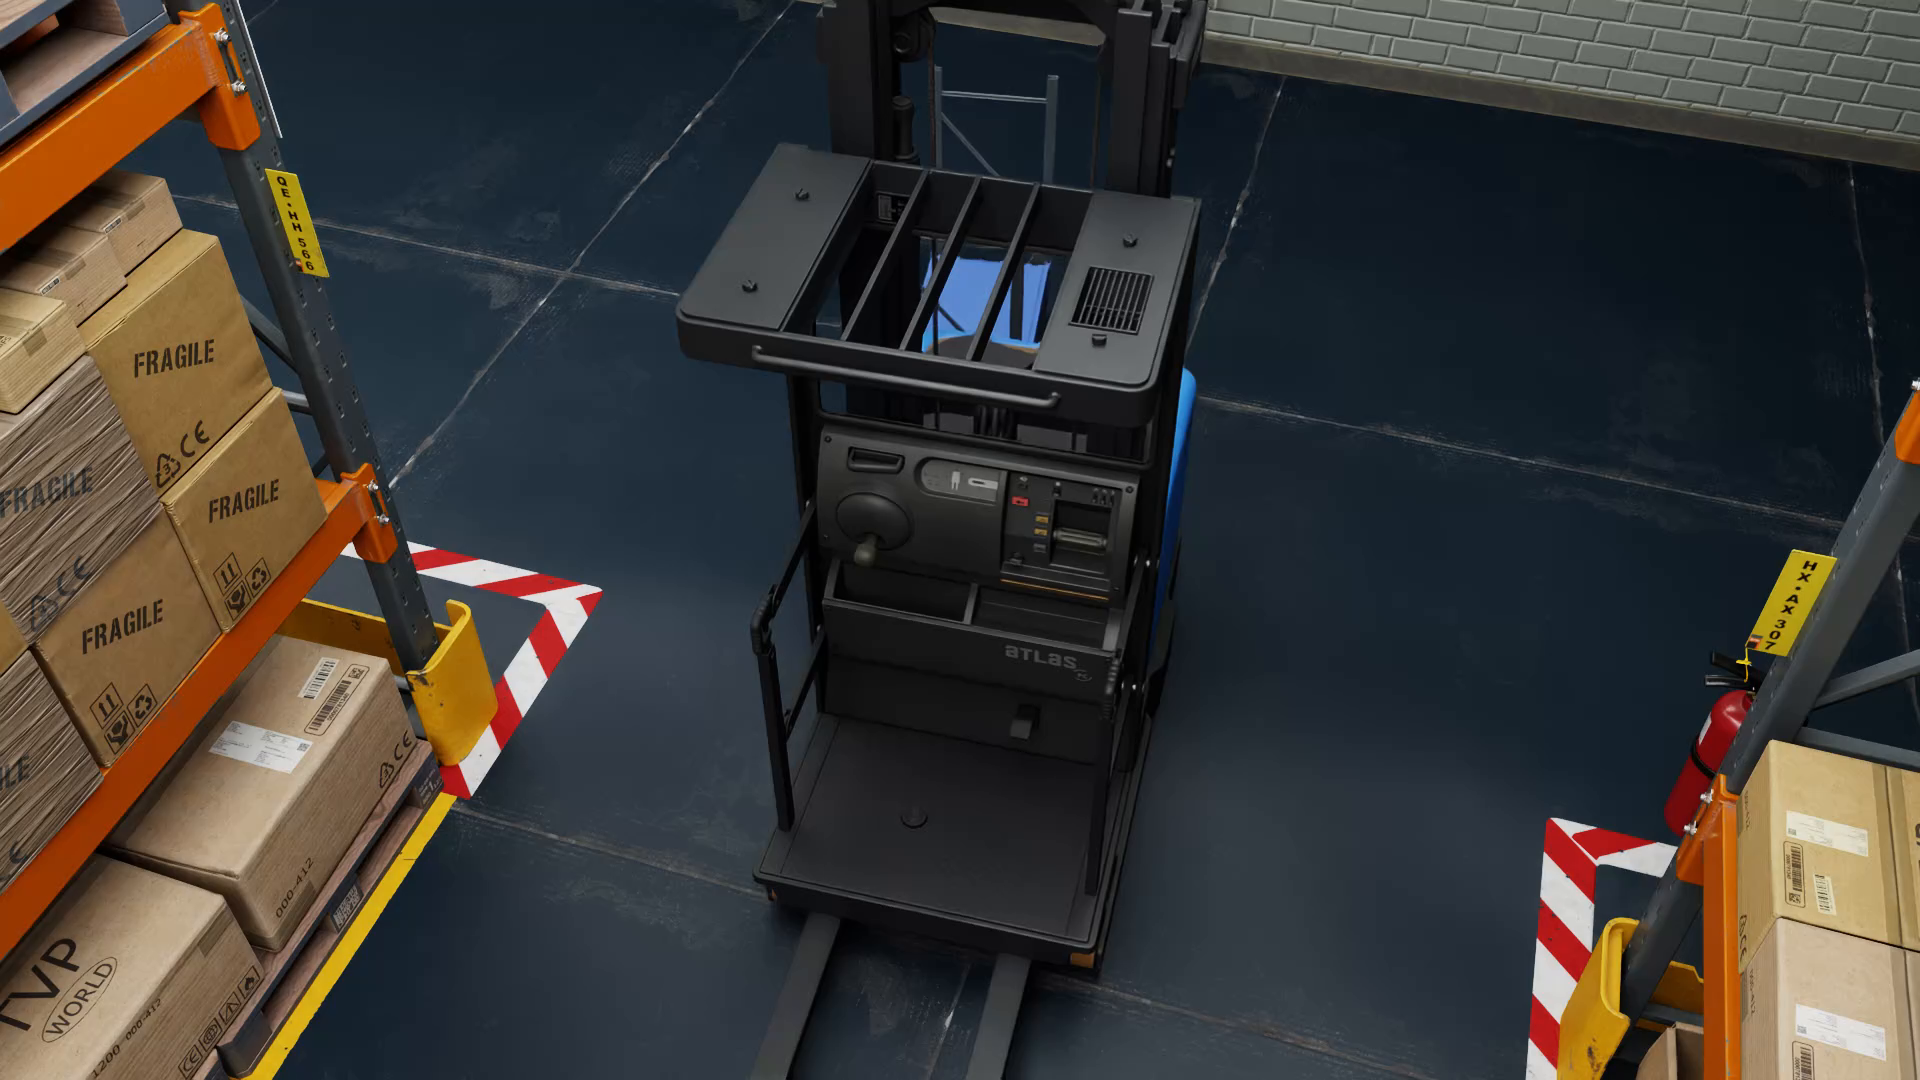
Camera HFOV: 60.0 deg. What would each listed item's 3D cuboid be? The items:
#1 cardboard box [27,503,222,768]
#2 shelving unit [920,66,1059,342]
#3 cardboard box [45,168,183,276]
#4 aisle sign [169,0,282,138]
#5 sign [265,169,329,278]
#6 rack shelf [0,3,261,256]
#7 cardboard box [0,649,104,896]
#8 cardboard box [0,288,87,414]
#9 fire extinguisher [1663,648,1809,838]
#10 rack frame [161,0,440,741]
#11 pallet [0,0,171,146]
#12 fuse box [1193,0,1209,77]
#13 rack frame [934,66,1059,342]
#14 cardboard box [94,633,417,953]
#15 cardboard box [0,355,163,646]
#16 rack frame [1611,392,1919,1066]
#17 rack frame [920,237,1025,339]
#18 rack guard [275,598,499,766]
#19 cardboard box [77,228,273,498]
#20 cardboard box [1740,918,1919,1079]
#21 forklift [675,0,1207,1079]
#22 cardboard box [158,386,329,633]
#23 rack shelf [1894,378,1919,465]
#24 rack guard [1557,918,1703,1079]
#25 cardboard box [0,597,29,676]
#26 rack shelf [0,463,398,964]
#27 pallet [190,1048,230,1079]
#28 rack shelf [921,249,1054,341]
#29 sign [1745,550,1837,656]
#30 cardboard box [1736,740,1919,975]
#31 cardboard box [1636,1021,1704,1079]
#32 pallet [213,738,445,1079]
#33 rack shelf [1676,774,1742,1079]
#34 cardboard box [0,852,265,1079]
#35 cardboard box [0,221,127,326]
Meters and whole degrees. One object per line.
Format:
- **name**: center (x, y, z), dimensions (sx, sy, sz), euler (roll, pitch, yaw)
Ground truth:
- **cardboard box**: center (-2.359, 0.198, 4.332), dimensions (0.500, 0.500, 0.500), euler (12, 46, 12)
- **shelving unit**: center (0.056, -0.928, 6.626), dimensions (0.538, 1.500, 1.048), euler (6, 45, 6)
- **cardboard box**: center (-2.216, -0.819, 4.192), dimensions (0.380, 0.149, 0.250), euler (13, 46, 13)
- **aisle sign**: center (-1.981, -1.387, 4.164), dimensions (0.394, 0.787, 0.004), euler (13, 46, 13)
- **sign**: center (-1.785, -0.850, 4.477), dimensions (0.100, 0.325, 0.005), euler (13, 46, 13)
- **rack shelf**: center (-2.904, 0.043, 2.931), dimensions (1.077, 0.370, 4.000), euler (13, 46, 13)
- **cardboard box**: center (-2.505, 0.543, 3.979), dimensions (0.500, 0.500, 0.500), euler (14, 46, 14)
- **cardboard box**: center (-2.268, -0.455, 3.820), dimensions (0.380, 0.149, 0.250), euler (12, 46, 12)
- **fire extinguisher**: center (2.037, 0.538, 4.377), dimensions (0.296, 0.674, 0.183), euler (13, 46, 13)
- **rack frame**: center (-2.298, -0.476, 5.091), dimensions (1.000, 3.000, 0.127), euler (13, 46, 13)
- **pallet**: center (-2.513, -1.019, 3.566), dimensions (1.003, 0.211, 1.213), euler (13, 46, 13)
- **fuse box**: center (1.345, -3.236, 8.834), dimensions (0.539, 1.711, 0.414), euler (13, 46, 13)
- **rack frame**: center (0.134, -1.279, 6.985), dimensions (0.500, 1.500, 0.032), euler (6, 45, 6)
- **cardboard box**: center (-2.403, 0.751, 5.369), dimensions (0.875, 0.438, 0.875), euler (11, 45, 11)
- **cardboard box**: center (-2.348, -0.142, 3.964), dimensions (0.500, 0.500, 0.500), euler (13, 46, 13)
- **rack frame**: center (2.433, 0.573, 4.019), dimensions (1.000, 3.000, 0.127), euler (13, 46, 13)
- **rack frame**: center (-0.022, -0.577, 6.267), dimensions (0.500, 1.500, 0.032), euler (6, 45, 6)
- **rack guard**: center (-2.291, 0.402, 5.982), dimensions (1.175, 0.500, 0.348), euler (13, 46, 13)
- **cardboard box**: center (-2.217, -0.497, 4.327), dimensions (0.500, 0.500, 0.500), euler (14, 46, 14)
- **cardboard box**: center (1.887, 1.102, 3.374), dimensions (0.500, 0.250, 0.500), euler (13, 46, 13)
- **forklift**: center (-0.009, 0.021, 4.633), dimensions (1.130, 2.935, 3.031), euler (10, 45, 10)
- **cardboard box**: center (-2.192, -0.134, 4.670), dimensions (0.500, 0.500, 0.500), euler (13, 46, 13)
- **rack shelf**: center (1.828, 1.091, 1.860), dimensions (1.077, 0.370, 4.000), euler (13, 46, 13)
- **rack guard**: center (2.410, 1.517, 4.842), dimensions (1.175, 0.500, 0.348), euler (13, 46, 13)
- **cardboard box**: center (-2.501, 0.187, 3.628), dimensions (0.500, 0.500, 0.500), euler (12, 46, 12)
- **rack shelf**: center (-2.904, 1.115, 3.981), dimensions (1.077, 0.370, 4.000), euler (13, 46, 13)
- **pallet**: center (-2.837, 1.881, 4.677), dimensions (1.003, 0.211, 1.213), euler (13, 46, 12)
- **rack shelf**: center (0.056, -0.799, 6.752), dimensions (0.538, 0.185, 1.000), euler (6, 45, 6)
- **sign**: center (1.916, 0.149, 3.834), dimensions (0.100, 0.325, 0.005), euler (13, 46, 13)
- **cardboard box**: center (2.039, 0.766, 3.717), dimensions (0.500, 0.250, 0.500), euler (13, 46, 13)
- **cardboard box**: center (2.158, 1.703, 4.350), dimensions (0.797, 0.503, 0.637), euler (11, 45, 11)
- **pallet**: center (-2.466, 1.071, 5.505), dimensions (1.003, 0.211, 1.213), euler (13, 46, 13)
- **rack shelf**: center (1.828, 2.164, 2.909), dimensions (1.077, 0.370, 4.000), euler (13, 46, 13)
- **cardboard box**: center (-2.672, 1.363, 4.744), dimensions (0.875, 0.438, 0.875), euler (14, 46, 14)
- **cardboard box**: center (-2.270, -0.645, 4.014), dimensions (0.380, 0.149, 0.250), euler (13, 46, 13)
